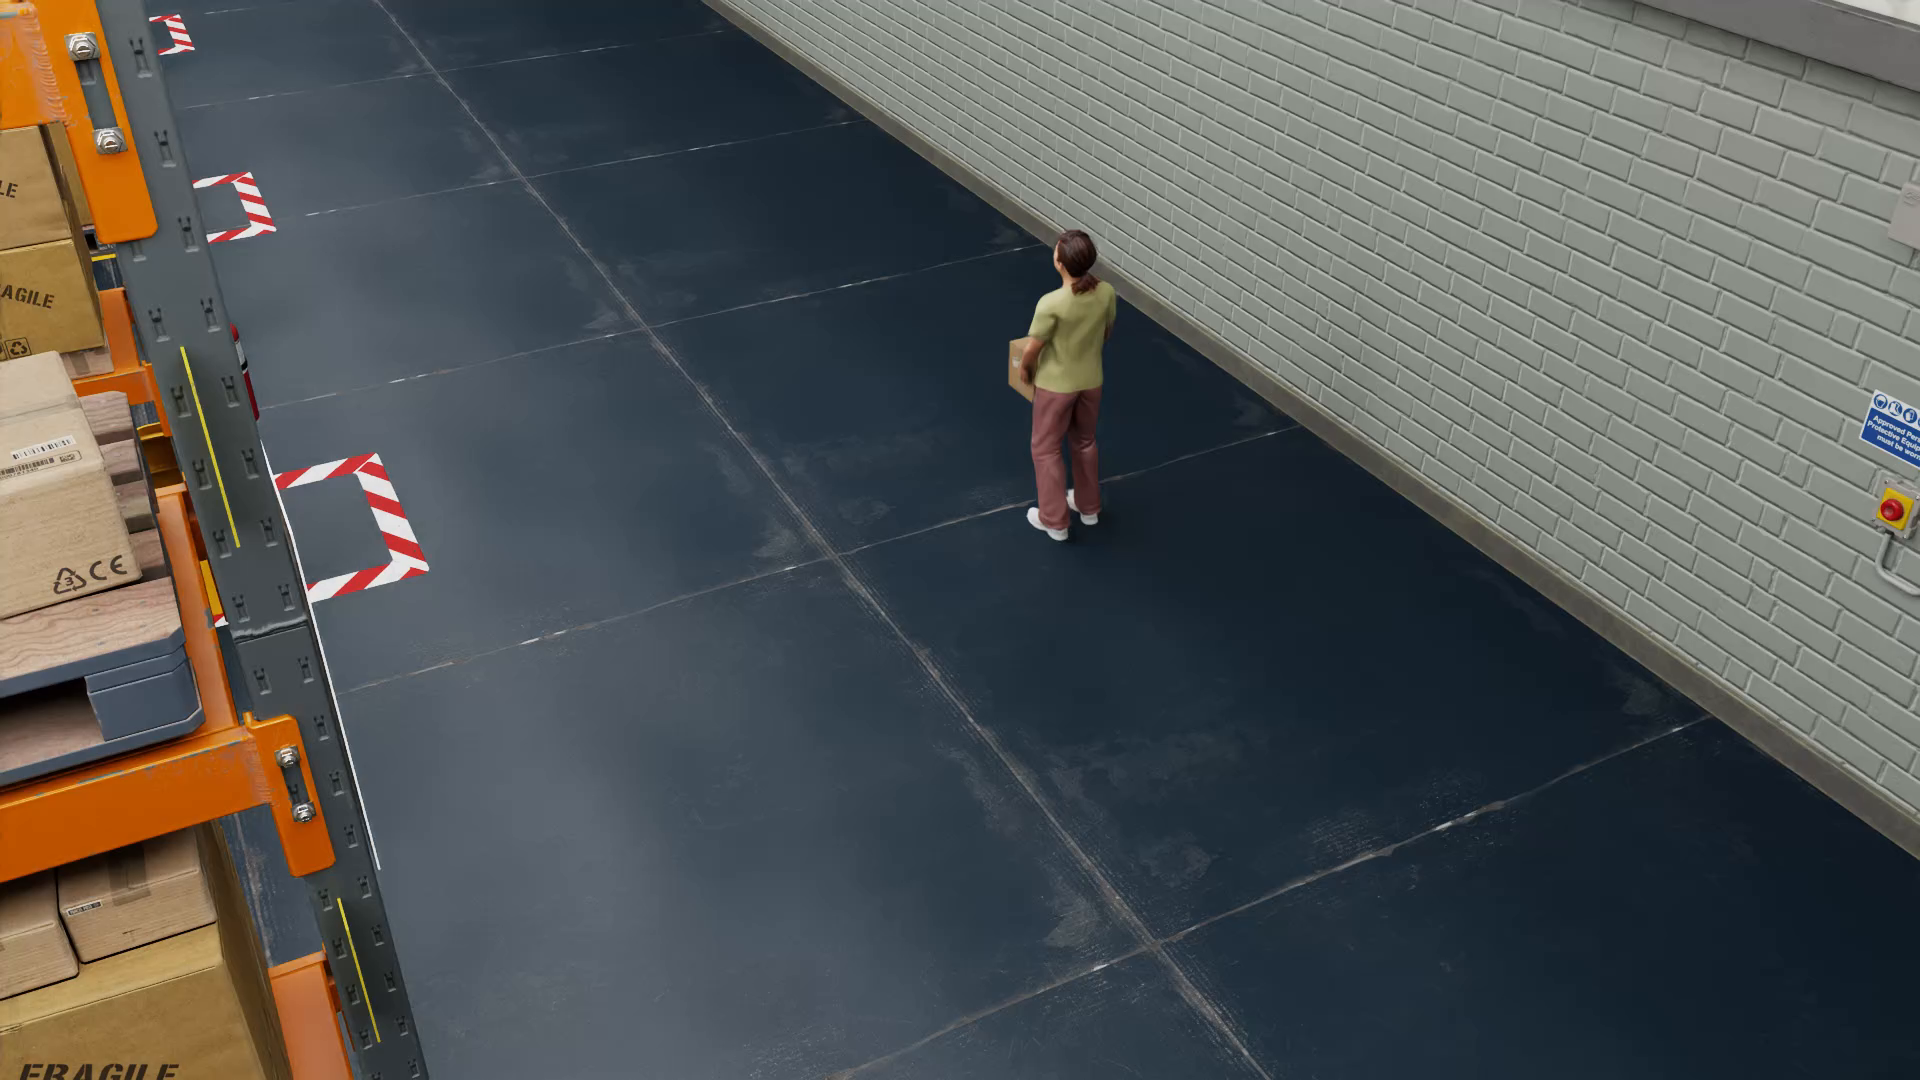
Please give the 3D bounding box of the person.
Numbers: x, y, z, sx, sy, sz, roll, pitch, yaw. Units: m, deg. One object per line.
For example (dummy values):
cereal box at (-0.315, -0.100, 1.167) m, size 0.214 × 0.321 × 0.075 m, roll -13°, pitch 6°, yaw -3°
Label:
person at (0.525, -0.784, 8.345) m, size 0.498 × 1.671 × 0.422 m, roll -16°, pitch 36°, yaw -23°
